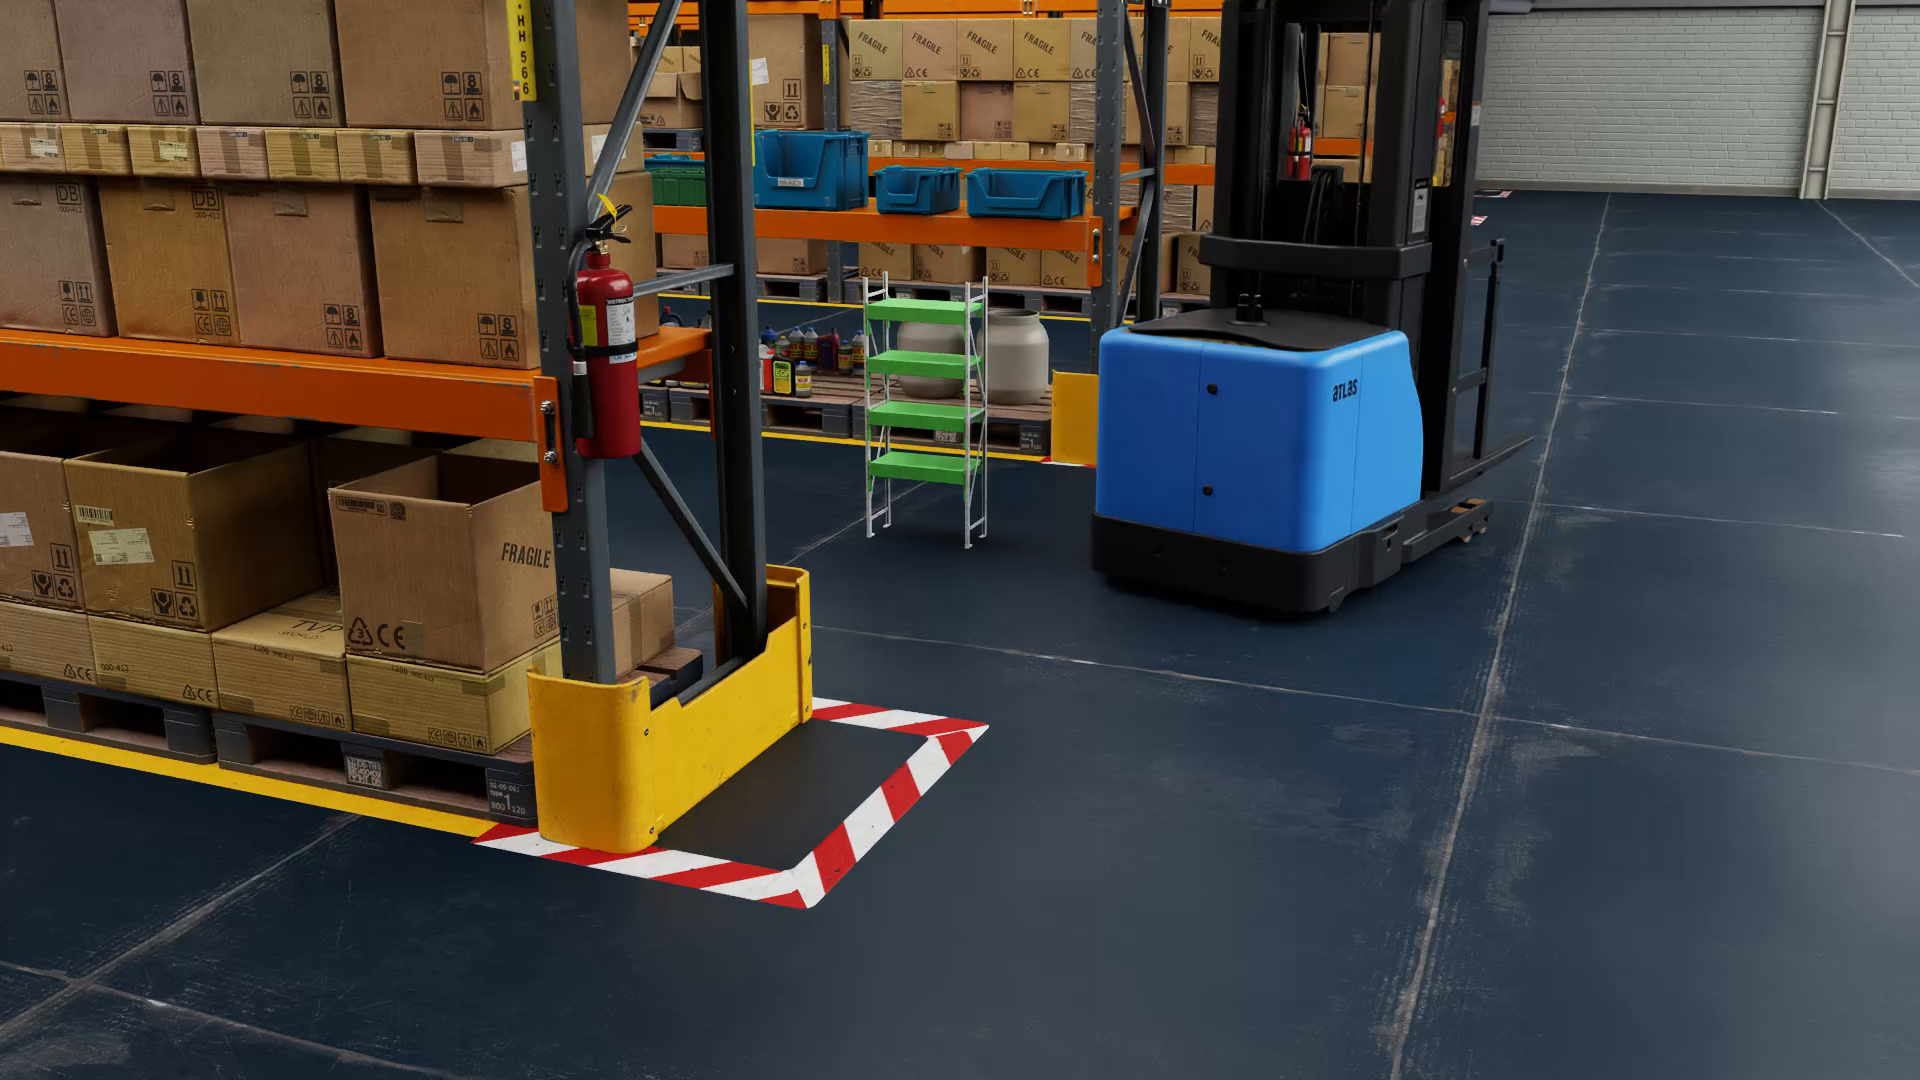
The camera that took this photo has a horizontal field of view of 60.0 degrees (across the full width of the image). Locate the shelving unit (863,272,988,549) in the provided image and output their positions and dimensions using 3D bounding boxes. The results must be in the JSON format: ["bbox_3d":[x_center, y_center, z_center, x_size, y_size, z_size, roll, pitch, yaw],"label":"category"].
[{"bbox_3d":[-0.154,-0.593,7.565,0.503,1.200,0.258,6,17,21],"label":"shelving unit"}]

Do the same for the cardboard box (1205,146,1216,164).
[{"bbox_3d":[2.188,-3.177,13.689,0.250,0.149,0.380,6,17,21],"label":"cardboard box"}]

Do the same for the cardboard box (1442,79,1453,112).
[{"bbox_3d":[7.661,-7.185,26.863,0.500,0.500,0.500,6,17,19],"label":"cardboard box"}]

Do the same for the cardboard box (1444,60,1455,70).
[{"bbox_3d":[7.805,-7.639,26.730,0.250,0.149,0.380,6,17,21],"label":"cardboard box"}]

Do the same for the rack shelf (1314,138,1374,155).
[{"bbox_3d":[2.815,-4.432,18.849,4.000,0.370,1.077,6,17,21],"label":"rack shelf"}]

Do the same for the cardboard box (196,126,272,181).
[{"bbox_3d":[-2.017,-1.156,4.932,0.250,0.149,0.380,7,17,21],"label":"cardboard box"}]

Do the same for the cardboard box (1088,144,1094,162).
[{"bbox_3d":[1.252,-3.275,14.026,0.250,0.149,0.380,6,17,21],"label":"cardboard box"}]

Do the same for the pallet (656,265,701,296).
[{"bbox_3d":[-2.823,-2.570,16.149,1.213,0.211,1.003,6,17,21],"label":"pallet"}]

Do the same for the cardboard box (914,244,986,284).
[{"bbox_3d":[-0.067,-2.599,14.977,0.500,0.500,0.500,13,21,38],"label":"cardboard box"}]

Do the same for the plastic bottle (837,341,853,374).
[{"bbox_3d":[-0.724,-1.156,10.507,0.097,0.201,0.097,0,16,0],"label":"plastic bottle"}]

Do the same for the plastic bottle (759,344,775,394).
[{"bbox_3d":[-1.150,-1.022,9.911,0.135,0.276,0.152,6,17,21],"label":"plastic bottle"}]

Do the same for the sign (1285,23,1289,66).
[{"bbox_3d":[2.539,-3.863,12.955,0.005,0.325,0.100,6,17,21],"label":"sign"}]

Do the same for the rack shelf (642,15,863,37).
[{"bbox_3d":[-2.905,-7.985,25.708,4.000,0.370,1.077,6,17,21],"label":"rack shelf"}]

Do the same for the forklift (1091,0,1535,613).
[{"bbox_3d":[1.848,-1.468,7.472,1.130,2.935,3.031,12,20,36],"label":"forklift"}]

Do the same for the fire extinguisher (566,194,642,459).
[{"bbox_3d":[-0.937,-0.558,4.354,0.183,0.674,0.296,6,17,21],"label":"fire extinguisher"}]

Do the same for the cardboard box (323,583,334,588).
[{"bbox_3d":[-2.225,0.177,5.862,0.500,0.250,0.500,6,17,21],"label":"cardboard box"}]

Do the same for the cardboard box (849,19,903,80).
[{"bbox_3d":[-0.634,-4.265,14.478,0.500,0.500,0.500,6,17,21],"label":"cardboard box"}]

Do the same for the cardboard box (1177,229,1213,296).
[{"bbox_3d":[2.187,-2.366,14.174,0.500,0.500,0.500,10,19,31],"label":"cardboard box"}]

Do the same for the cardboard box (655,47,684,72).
[{"bbox_3d":[-4.462,-7.503,26.165,0.500,0.500,0.500,6,17,21],"label":"cardboard box"}]

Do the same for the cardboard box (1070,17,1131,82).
[{"bbox_3d":[1.228,-4.061,13.777,0.500,0.500,0.500,6,17,21],"label":"cardboard box"}]

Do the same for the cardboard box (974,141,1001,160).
[{"bbox_3d":[0.302,-3.364,14.330,0.250,0.149,0.380,6,17,21],"label":"cardboard box"}]

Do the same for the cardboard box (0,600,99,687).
[{"bbox_3d":[-2.884,0.262,5.568,0.500,0.250,0.500,6,17,21],"label":"cardboard box"}]

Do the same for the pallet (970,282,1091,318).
[{"bbox_3d":[0.817,-2.183,14.814,1.213,0.211,1.003,6,17,21],"label":"pallet"}]

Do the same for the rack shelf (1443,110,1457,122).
[{"bbox_3d":[6.355,-7.014,27.743,4.000,0.370,1.077,6,17,21],"label":"rack shelf"}]

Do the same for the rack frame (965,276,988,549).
[{"bbox_3d":[0.073,-0.568,7.479,0.015,1.200,0.240,6,17,21],"label":"rack frame"}]

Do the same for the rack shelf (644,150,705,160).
[{"bbox_3d":[-2.820,-3.565,15.863,4.000,0.370,1.077,6,17,21],"label":"rack shelf"}]

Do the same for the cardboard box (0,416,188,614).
[{"bbox_3d":[-2.885,-0.097,5.460,0.500,0.500,0.500,6,17,21],"label":"cardboard box"}]

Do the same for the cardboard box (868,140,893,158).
[{"bbox_3d":[-0.642,-3.456,14.649,0.250,0.149,0.380,6,17,21],"label":"cardboard box"}]

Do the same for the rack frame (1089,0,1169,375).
[{"bbox_3d":[0.944,-2.012,9.224,0.127,3.000,1.000,6,17,21],"label":"rack frame"}]

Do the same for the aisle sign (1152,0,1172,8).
[{"bbox_3d":[1.119,-3.329,9.098,0.004,0.787,0.394,6,17,21],"label":"aisle sign"}]

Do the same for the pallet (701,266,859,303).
[{"bbox_3d":[-1.684,-2.446,15.720,1.213,0.211,1.003,6,17,21],"label":"pallet"}]

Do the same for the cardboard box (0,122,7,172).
[{"bbox_3d":[-2.977,-1.261,5.295,0.250,0.149,0.380,6,17,20],"label":"cardboard box"}]

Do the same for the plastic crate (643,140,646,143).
[{"bbox_3d":[-2.337,-2.305,10.344,0.504,0.338,0.767,6,17,21],"label":"plastic crate"}]

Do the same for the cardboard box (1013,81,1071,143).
[{"bbox_3d":[0.841,-3.687,14.282,0.500,0.500,0.875,6,17,21],"label":"cardboard box"}]

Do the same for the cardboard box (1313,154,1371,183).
[{"bbox_3d":[4.020,-3.806,18.462,0.875,0.875,0.875,6,17,21],"label":"cardboard box"}]

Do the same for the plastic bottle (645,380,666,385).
[{"bbox_3d":[-1.864,-1.091,10.134,0.133,0.283,0.061,7,18,23],"label":"plastic bottle"}]

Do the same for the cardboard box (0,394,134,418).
[{"bbox_3d":[-3.159,-0.283,6.102,0.500,0.500,0.500,6,17,21],"label":"cardboard box"}]

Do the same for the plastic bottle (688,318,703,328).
[{"bbox_3d":[-1.727,-1.311,10.894,0.133,0.283,0.061,8,18,24],"label":"plastic bottle"}]

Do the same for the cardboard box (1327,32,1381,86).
[{"bbox_3d":[4.344,-5.211,18.038,0.550,0.550,0.875,6,17,21],"label":"cardboard box"}]

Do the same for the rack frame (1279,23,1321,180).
[{"bbox_3d":[2.761,-3.297,13.649,0.127,3.000,1.000,6,17,21],"label":"rack frame"}]

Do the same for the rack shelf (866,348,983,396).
[{"bbox_3d":[-0.154,-0.762,7.516,0.480,0.148,0.258,6,17,21],"label":"rack shelf"}]

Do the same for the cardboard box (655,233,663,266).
[{"bbox_3d":[-2.999,-2.953,16.159,0.500,0.500,0.700,8,18,25],"label":"cardboard box"}]

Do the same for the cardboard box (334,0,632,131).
[{"bbox_3d":[-1.356,-1.455,4.800,0.500,0.500,0.700,6,17,21],"label":"cardboard box"}]

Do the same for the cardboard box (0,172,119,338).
[{"bbox_3d":[-2.748,-0.984,5.505,0.500,0.500,0.700,7,18,22],"label":"cardboard box"}]

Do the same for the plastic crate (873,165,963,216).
[{"bbox_3d":[-0.233,-1.982,9.388,0.408,0.251,0.499,6,17,21],"label":"plastic crate"}]

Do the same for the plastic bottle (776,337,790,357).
[{"bbox_3d":[-1.132,-1.201,10.661,0.097,0.201,0.097,0,16,0],"label":"plastic bottle"}]

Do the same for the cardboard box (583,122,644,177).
[{"bbox_3d":[-1.163,-1.183,5.027,0.250,0.149,0.380,6,17,20],"label":"cardboard box"}]

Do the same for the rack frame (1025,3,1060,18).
[{"bbox_3d":[0.954,-4.982,19.454,0.127,3.000,1.000,6,17,21],"label":"rack frame"}]

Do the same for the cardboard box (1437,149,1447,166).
[{"bbox_3d":[7.648,-6.245,27.085,0.500,0.250,0.500,6,17,20],"label":"cardboard box"}]
